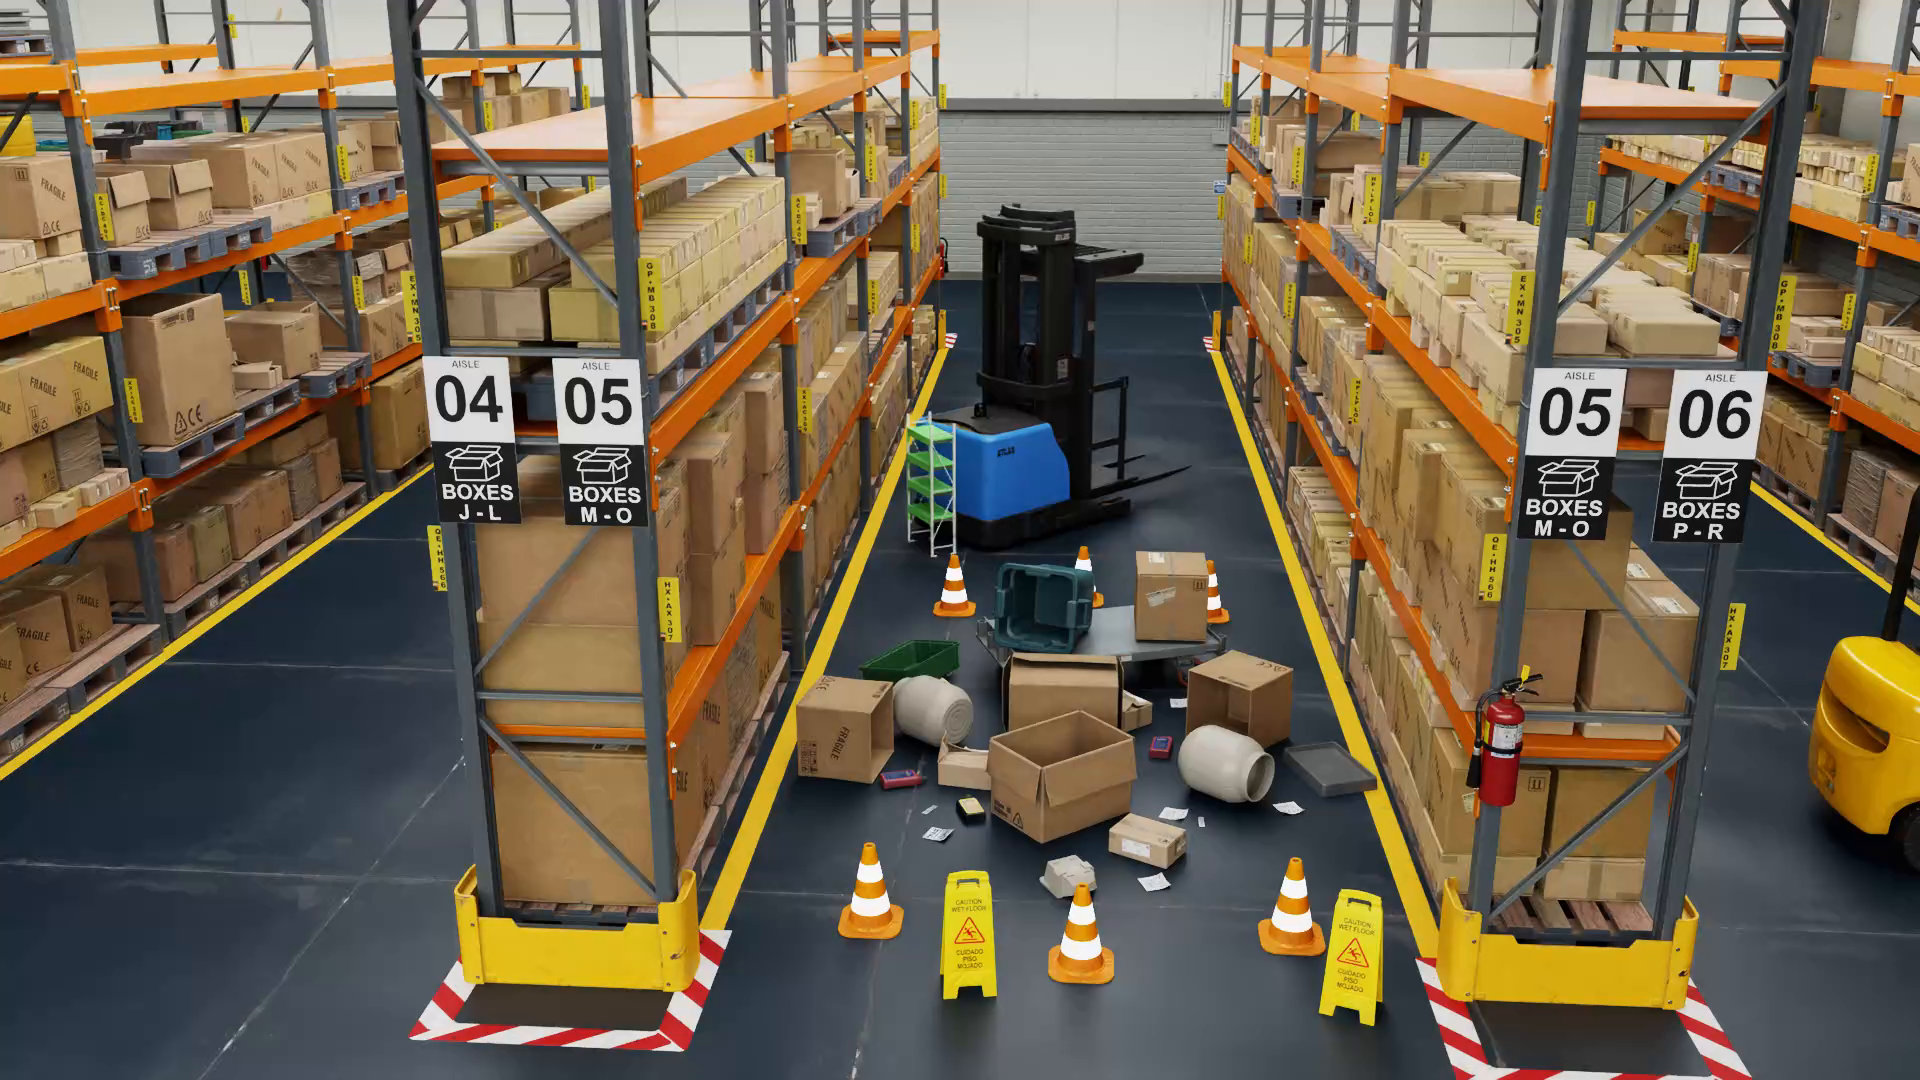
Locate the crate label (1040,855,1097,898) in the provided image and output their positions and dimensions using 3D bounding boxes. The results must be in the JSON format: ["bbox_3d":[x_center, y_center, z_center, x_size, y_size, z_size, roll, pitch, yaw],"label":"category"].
[{"bbox_3d":[0.619,1.880,9.293,0.250,0.136,0.298,-9,20,-25],"label":"crate label"}]

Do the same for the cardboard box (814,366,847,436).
[{"bbox_3d":[-1.230,-1.149,13.780,0.500,0.500,0.500,2,18,5],"label":"cardboard box"}]

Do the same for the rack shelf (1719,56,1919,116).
[{"bbox_3d":[8.680,-4.469,16.233,1.077,0.370,4.000,1,18,4],"label":"rack shelf"}]

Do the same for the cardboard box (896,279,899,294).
[{"bbox_3d":[-0.904,-2.912,19.049,0.380,0.149,0.250,1,18,3],"label":"cardboard box"}]

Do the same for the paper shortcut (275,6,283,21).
[{"bbox_3d":[-6.729,-5.198,16.439,0.009,0.170,0.078,11,-13,1],"label":"paper shortcut"}]

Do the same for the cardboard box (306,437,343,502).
[{"bbox_3d":[-6.328,-0.672,15.791,0.700,0.500,0.500,0,18,1],"label":"cardboard box"}]

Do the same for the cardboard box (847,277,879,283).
[{"bbox_3d":[-1.041,-2.628,17.225,0.380,0.149,0.250,2,18,6],"label":"cardboard box"}]

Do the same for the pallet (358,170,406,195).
[{"bbox_3d":[-6.229,-3.744,17.344,1.003,0.211,1.213,2,18,6],"label":"pallet"}]

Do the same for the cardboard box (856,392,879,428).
[{"bbox_3d":[-1.069,-1.294,16.518,0.500,0.250,0.500,0,18,1],"label":"cardboard box"}]

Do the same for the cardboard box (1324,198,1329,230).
[{"bbox_3d":[3.375,-2.826,14.457,0.396,0.266,0.258,1,18,4],"label":"cardboard box"}]

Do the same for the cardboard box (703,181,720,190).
[{"bbox_3d":[-1.740,-2.654,13.024,0.500,0.311,0.500,1,18,2],"label":"cardboard box"}]

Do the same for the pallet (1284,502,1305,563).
[{"bbox_3d":[3.528,-0.070,15.126,1.003,0.211,1.213,1,18,4],"label":"pallet"}]

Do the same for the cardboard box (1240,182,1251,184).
[{"bbox_3d":[3.809,-4.524,21.430,0.380,0.149,0.250,1,18,4],"label":"cardboard box"}]

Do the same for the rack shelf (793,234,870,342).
[{"bbox_3d":[-1.503,-2.180,13.423,1.077,0.370,4.000,1,18,4],"label":"rack shelf"}]

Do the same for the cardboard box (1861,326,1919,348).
[{"bbox_3d":[8.220,-1.792,14.699,0.380,0.149,0.250,2,18,6],"label":"cardboard box"}]

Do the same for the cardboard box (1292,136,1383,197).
[{"bbox_3d":[3.462,-3.433,15.251,0.797,0.503,0.637,0,18,1],"label":"cardboard box"}]

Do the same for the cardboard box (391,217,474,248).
[{"bbox_3d":[-6.050,-3.427,19.121,0.797,0.503,0.637,1,18,2],"label":"cardboard box"}]

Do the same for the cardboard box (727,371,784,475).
[{"bbox_3d":[-1.630,-0.772,10.814,0.875,0.550,0.550,1,18,4],"label":"cardboard box"}]

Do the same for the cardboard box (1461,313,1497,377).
[{"bbox_3d":[2.830,-0.970,8.339,0.500,0.250,0.500,1,18,3],"label":"cardboard box"}]

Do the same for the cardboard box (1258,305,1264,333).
[{"bbox_3d":[3.489,-2.359,17.872,0.500,0.250,0.500,1,18,3],"label":"cardboard box"}]

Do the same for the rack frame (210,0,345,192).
[{"bbox_3d":[-6.299,-4.710,15.173,1.000,3.000,0.127,1,18,4],"label":"rack frame"}]

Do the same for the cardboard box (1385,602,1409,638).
[{"bbox_3d":[2.866,0.505,10.388,0.380,0.149,0.250,2,18,7],"label":"cardboard box"}]

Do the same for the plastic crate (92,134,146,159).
[{"bbox_3d":[-10.590,-4.955,20.948,0.497,0.269,0.590,1,18,4],"label":"plastic crate"}]

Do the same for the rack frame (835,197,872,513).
[{"bbox_3d":[-1.360,-1.717,15.673,1.000,3.000,0.127,1,18,4],"label":"rack frame"}]

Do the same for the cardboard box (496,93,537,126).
[{"bbox_3d":[-5.794,-5.392,21.076,0.700,0.500,0.500,2,18,6],"label":"cardboard box"}]

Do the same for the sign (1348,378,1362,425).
[{"bbox_3d":[2.744,-0.957,11.495,0.100,0.325,0.005,1,18,4],"label":"sign"}]

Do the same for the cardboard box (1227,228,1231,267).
[{"bbox_3d":[3.829,-3.870,22.082,0.500,0.500,0.500,1,18,3],"label":"cardboard box"}]

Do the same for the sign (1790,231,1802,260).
[{"bbox_3d":[9.377,-3.310,18.674,0.100,0.325,0.005,1,18,4],"label":"sign"}]

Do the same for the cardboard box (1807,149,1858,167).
[{"bbox_3d":[8.343,-3.651,15.882,0.380,0.149,0.250,1,18,3],"label":"cardboard box"}]

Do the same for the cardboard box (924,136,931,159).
[{"bbox_3d":[-0.651,-4.931,20.905,0.500,0.250,0.500,2,18,6],"label":"cardboard box"}]

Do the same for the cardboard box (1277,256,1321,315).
[{"bbox_3d":[3.390,-2.487,16.255,0.500,0.500,0.500,2,18,5],"label":"cardboard box"}]

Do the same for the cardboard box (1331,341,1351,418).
[{"bbox_3d":[3.180,-1.247,12.926,0.500,0.500,0.500,2,18,6],"label":"cardboard box"}]

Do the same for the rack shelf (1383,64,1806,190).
[{"bbox_3d":[3.155,-2.282,8.923,1.077,0.370,4.000,1,18,4],"label":"rack shelf"}]

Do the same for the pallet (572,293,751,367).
[{"bbox_3d":[-1.805,-1.226,9.501,1.003,0.211,1.213,1,18,4],"label":"pallet"}]

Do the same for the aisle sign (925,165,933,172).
[{"bbox_3d":[-0.482,-5.453,22.900,0.394,0.787,0.004,1,18,4],"label":"aisle sign"}]

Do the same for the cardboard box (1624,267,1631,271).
[{"bbox_3d":[8.671,-3.399,21.209,0.380,0.149,0.250,1,18,2],"label":"cardboard box"}]

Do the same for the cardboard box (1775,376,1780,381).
[{"bbox_3d":[9.070,-1.732,18.018,0.380,0.149,0.250,0,18,1],"label":"cardboard box"}]

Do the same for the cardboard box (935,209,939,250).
[{"bbox_3d":[-0.562,-4.245,22.751,0.500,0.500,0.500,2,18,5],"label":"cardboard box"}]

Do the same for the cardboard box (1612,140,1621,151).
[{"bbox_3d":[8.855,-5.225,21.966,0.380,0.149,0.250,2,18,5],"label":"cardboard box"}]

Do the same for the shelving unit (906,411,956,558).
[{"bbox_3d":[-0.259,-0.499,14.846,0.258,1.200,0.503,-9,20,-25],"label":"shelving unit"}]

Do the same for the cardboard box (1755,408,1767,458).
[{"bbox_3d":[8.452,-1.156,17.300,0.500,0.500,0.500,1,18,2],"label":"cardboard box"}]

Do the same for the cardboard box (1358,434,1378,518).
[{"bbox_3d":[2.989,-0.454,11.181,0.500,0.500,0.500,1,18,4],"label":"cardboard box"}]

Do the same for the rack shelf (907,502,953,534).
[{"bbox_3d":[-0.259,-0.210,14.941,0.258,0.148,0.480,-9,20,-25],"label":"rack shelf"}]

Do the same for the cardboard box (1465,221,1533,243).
[{"bbox_3d":[3.493,-1.977,10.773,0.380,0.149,0.250,2,18,5],"label":"cardboard box"}]

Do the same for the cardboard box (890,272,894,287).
[{"bbox_3d":[-0.943,-2.894,18.517,0.380,0.149,0.250,2,18,6],"label":"cardboard box"}]

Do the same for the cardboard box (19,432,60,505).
[{"bbox_3d":[-6.751,-0.513,11.360,0.875,0.500,0.500,1,18,4],"label":"cardboard box"}]

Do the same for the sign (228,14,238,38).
[{"bbox_3d":[-10.116,-7.145,23.121,0.100,0.325,0.005,1,18,4],"label":"sign"}]

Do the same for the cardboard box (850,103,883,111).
[{"bbox_3d":[-1.177,-5.406,20.911,0.380,0.149,0.250,2,18,6],"label":"cardboard box"}]

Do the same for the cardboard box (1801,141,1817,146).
[{"bbox_3d":[8.312,-3.903,16.617,0.380,0.149,0.250,1,18,4],"label":"cardboard box"}]

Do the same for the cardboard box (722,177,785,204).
[{"bbox_3d":[-1.355,-2.286,10.881,0.380,0.149,0.250,1,18,3],"label":"cardboard box"}]

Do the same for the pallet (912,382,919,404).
[{"bbox_3d":[-1.060,-1.844,20.538,1.003,0.211,1.213,1,18,4],"label":"pallet"}]

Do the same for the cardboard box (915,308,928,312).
[{"bbox_3d":[-0.647,-3.083,22.789,0.380,0.149,0.250,2,18,5],"label":"cardboard box"}]

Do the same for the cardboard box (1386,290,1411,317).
[{"bbox_3d":[2.954,-1.530,10.690,0.380,0.149,0.250,1,18,4],"label":"cardboard box"}]

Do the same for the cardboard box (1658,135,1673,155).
[{"bbox_3d":[8.683,-4.742,19.851,0.500,0.250,0.500,2,18,5],"label":"cardboard box"}]

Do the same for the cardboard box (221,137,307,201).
[{"bbox_3d":[-6.110,-3.257,14.591,0.500,0.500,0.500,1,18,4],"label":"cardboard box"}]

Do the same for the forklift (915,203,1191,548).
[{"bbox_3d":[1.004,-1.689,15.697,3.031,2.935,1.130,-16,24,-40],"label":"forklift"}]

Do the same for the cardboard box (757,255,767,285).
[{"bbox_3d":[-1.407,-1.670,10.280,0.380,0.149,0.250,1,18,4],"label":"cardboard box"}]

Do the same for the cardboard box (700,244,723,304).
[{"bbox_3d":[-1.572,-1.434,8.919,0.500,0.250,0.500,1,18,3],"label":"cardboard box"}]
